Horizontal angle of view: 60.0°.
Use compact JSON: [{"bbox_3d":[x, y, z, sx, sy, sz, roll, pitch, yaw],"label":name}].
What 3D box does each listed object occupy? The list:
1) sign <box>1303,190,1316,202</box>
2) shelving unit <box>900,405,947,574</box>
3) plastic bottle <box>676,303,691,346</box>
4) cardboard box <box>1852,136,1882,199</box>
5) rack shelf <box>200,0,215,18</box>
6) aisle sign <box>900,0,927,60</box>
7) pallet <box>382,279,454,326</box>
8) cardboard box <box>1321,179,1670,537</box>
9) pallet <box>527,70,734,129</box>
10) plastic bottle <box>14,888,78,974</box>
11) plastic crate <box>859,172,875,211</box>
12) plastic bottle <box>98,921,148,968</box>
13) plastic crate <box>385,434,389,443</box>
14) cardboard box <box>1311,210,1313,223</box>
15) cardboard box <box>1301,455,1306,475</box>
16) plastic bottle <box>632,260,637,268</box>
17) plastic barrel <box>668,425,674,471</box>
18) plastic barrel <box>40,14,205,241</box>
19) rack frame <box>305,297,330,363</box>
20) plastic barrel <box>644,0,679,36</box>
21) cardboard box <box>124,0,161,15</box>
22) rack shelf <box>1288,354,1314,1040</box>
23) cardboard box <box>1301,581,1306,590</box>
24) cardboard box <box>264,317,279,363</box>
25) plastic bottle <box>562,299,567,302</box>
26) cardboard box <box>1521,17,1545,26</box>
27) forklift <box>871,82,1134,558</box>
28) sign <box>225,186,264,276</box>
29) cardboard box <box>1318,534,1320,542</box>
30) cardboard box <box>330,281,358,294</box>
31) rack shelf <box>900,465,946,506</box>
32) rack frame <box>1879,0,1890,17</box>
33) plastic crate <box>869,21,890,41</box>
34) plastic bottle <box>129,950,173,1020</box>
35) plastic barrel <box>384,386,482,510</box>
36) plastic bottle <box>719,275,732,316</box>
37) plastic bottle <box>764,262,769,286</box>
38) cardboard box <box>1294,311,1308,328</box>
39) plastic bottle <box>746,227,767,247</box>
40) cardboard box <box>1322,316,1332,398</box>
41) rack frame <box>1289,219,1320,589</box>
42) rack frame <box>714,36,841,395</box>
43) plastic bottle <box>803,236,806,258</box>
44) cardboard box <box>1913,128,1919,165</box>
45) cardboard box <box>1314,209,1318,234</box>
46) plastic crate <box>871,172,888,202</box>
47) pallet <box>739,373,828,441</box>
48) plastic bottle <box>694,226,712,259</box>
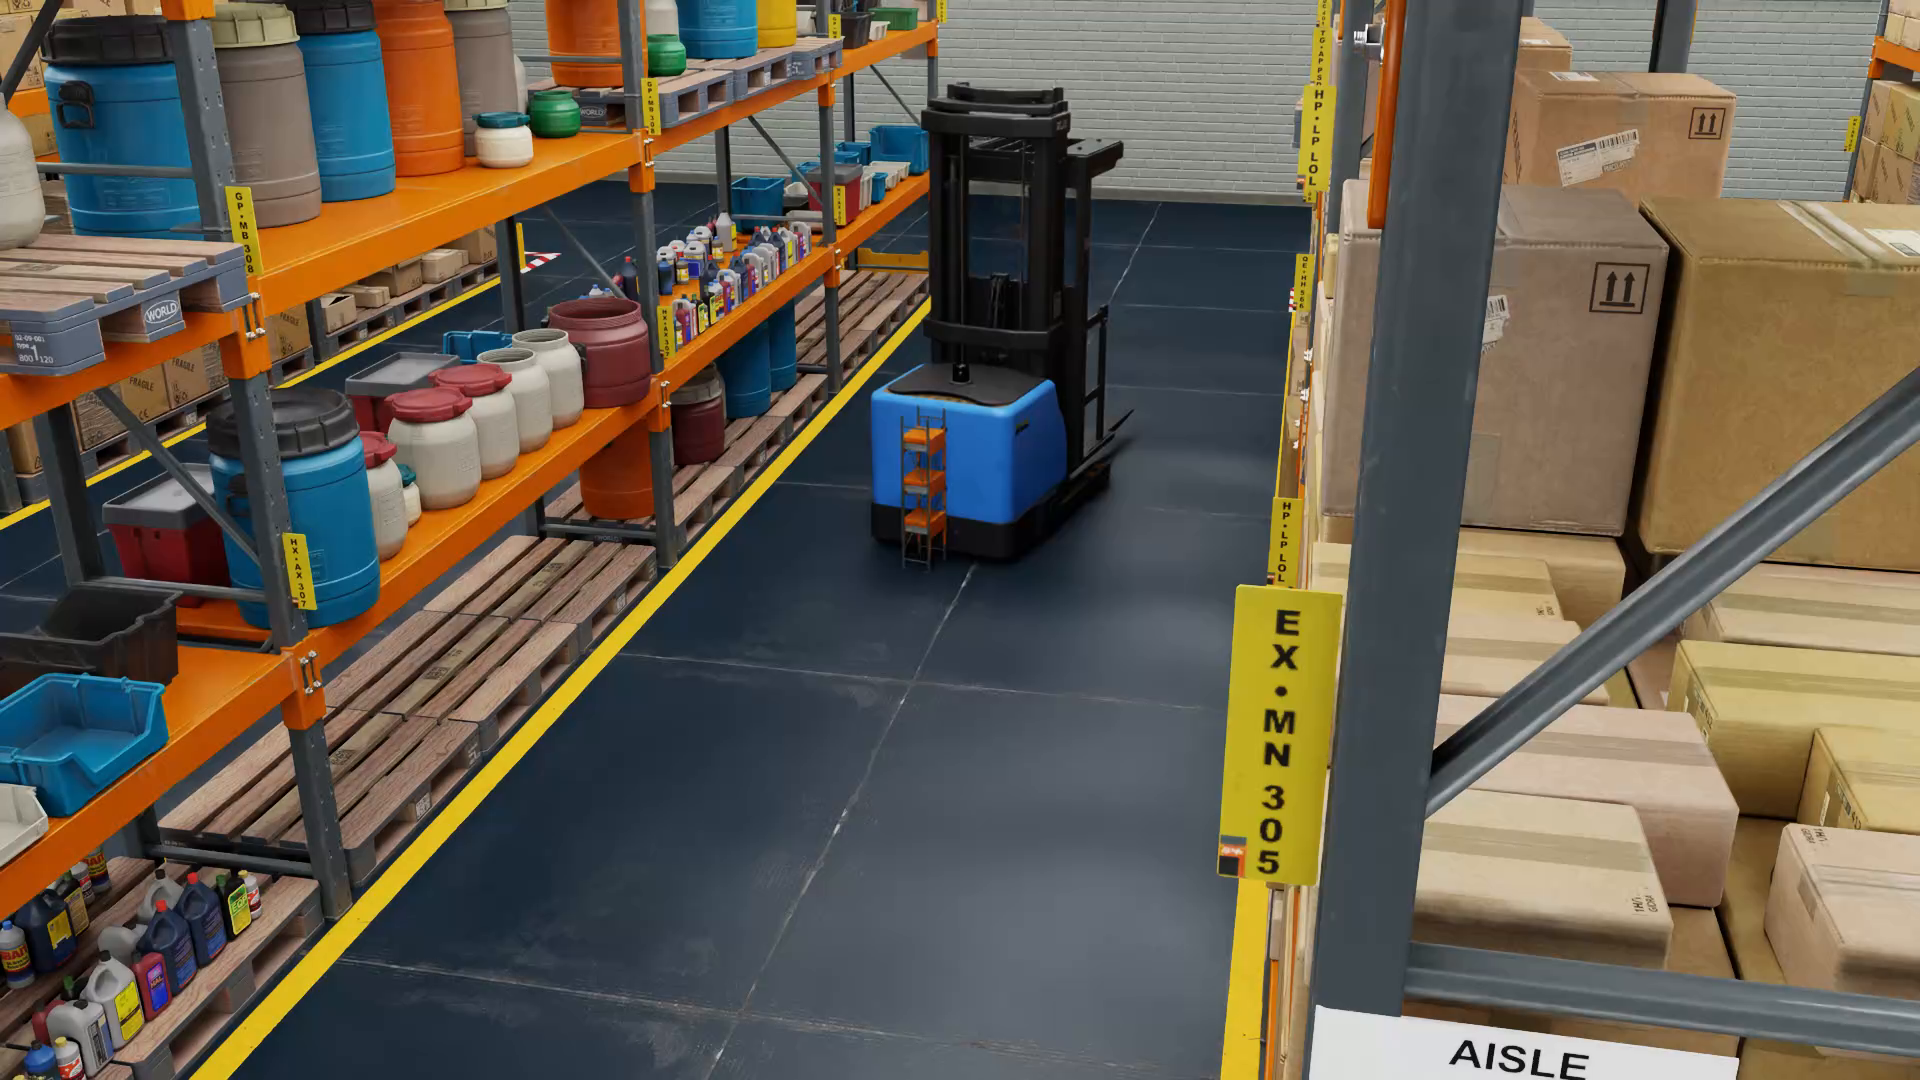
[{"bbox_3d":[2.758,-2.819,13.073,0.100,0.325,0.005,4,22,11],"label":"sign"},{"bbox_3d":[-0.235,-0.326,10.758,0.215,1.050,0.252,10,24,23],"label":"shelving unit"},{"bbox_3d":[-1.846,-1.450,11.094,0.061,0.283,0.133,4,22,11],"label":"plastic bottle"},{"bbox_3d":[8.591,-3.428,15.318,0.500,0.500,0.500,6,23,13],"label":"cardboard box"},{"bbox_3d":[-2.771,-2.786,7.723,1.077,0.370,4.000,4,22,11],"label":"rack shelf"},{"bbox_3d":[-0.429,-5.389,17.240,0.394,0.787,0.004,4,22,11],"label":"aisle sign"},{"bbox_3d":[-6.007,-2.500,17.280,1.003,0.211,1.213,4,22,11],"label":"pallet"},{"bbox_3d":[0.922,-0.344,2.976,0.500,0.500,0.500,4,22,11],"label":"cardboard box"},{"bbox_3d":[-2.111,-2.830,10.602,1.003,0.211,1.213,4,22,11],"label":"pallet"},{"bbox_3d":[-3.609,1.509,6.550,0.144,0.351,0.185,4,22,11],"label":"plastic bottle"},{"bbox_3d":[-1.055,-3.234,15.446,0.437,0.282,0.530,4,22,11],"label":"plastic crate"},{"bbox_3d":[-3.218,1.594,6.437,0.152,0.276,0.135,4,22,11],"label":"plastic bottle"},{"bbox_3d":[-3.100,-0.351,8.493,0.450,0.188,0.662,4,22,11],"label":"plastic crate"},{"bbox_3d":[3.305,-2.829,14.699,0.380,0.149,0.250,4,22,10],"label":"cardboard box"},{"bbox_3d":[1.933,-0.297,7.375,0.797,0.503,0.637,7,23,16],"label":"cardboard box"},{"bbox_3d":[-2.400,-1.914,12.248,0.061,0.283,0.133,4,22,11],"label":"plastic bottle"},{"bbox_3d":[-2.252,-0.688,11.814,0.421,0.512,0.421,0,22,0],"label":"plastic barrel"},{"bbox_3d":[-3.288,-1.617,6.668,0.600,0.901,0.708,4,22,11],"label":"plastic barrel"},{"bbox_3d":[-6.395,-3.095,15.024,1.000,3.000,0.127,4,22,11],"label":"rack frame"},{"bbox_3d":[-2.149,-3.563,11.425,0.433,0.535,0.433,0,22,0],"label":"plastic barrel"},{"bbox_3d":[-6.684,-4.350,13.293,0.600,0.600,0.600,4,22,10],"label":"cardboard box"},{"bbox_3d":[1.262,0.261,3.639,1.077,0.370,4.000,4,22,11],"label":"rack shelf"},{"bbox_3d":[1.126,0.450,4.351,0.500,0.500,0.500,4,22,11],"label":"cardboard box"},{"bbox_3d":[-6.324,-1.758,14.459,0.500,0.500,0.500,5,22,11],"label":"cardboard box"},{"bbox_3d":[-2.651,-1.464,11.130,0.061,0.283,0.133,4,22,11],"label":"plastic bottle"},{"bbox_3d":[2.633,-2.352,8.360,0.500,0.500,0.500,5,22,12],"label":"cardboard box"},{"bbox_3d":[0.467,-1.756,11.789,1.130,2.935,3.031,10,24,23],"label":"forklift"},{"bbox_3d":[-2.643,-1.140,6.142,0.100,0.325,0.005,4,22,11],"label":"sign"},{"bbox_3d":[0.915,0.163,3.120,0.500,0.250,0.500,5,22,12],"label":"cardboard box"},{"bbox_3d":[-6.403,-2.557,16.697,0.500,0.311,0.500,4,22,11],"label":"cardboard box"},{"bbox_3d":[-0.235,-0.316,10.762,0.215,0.259,0.240,10,24,23],"label":"rack shelf"},{"bbox_3d":[8.953,-6.170,14.627,1.000,3.000,0.127,4,22,11],"label":"rack frame"},{"bbox_3d":[-0.909,-4.674,15.281,0.437,0.136,0.530,4,22,11],"label":"plastic crate"},{"bbox_3d":[-3.060,1.656,6.274,0.061,0.283,0.133,6,23,14],"label":"plastic bottle"},{"bbox_3d":[-2.620,-0.455,8.287,0.433,0.535,0.433,0,22,0],"label":"plastic barrel"},{"bbox_3d":[-1.678,-1.752,11.845,0.061,0.283,0.133,4,22,11],"label":"plastic bottle"},{"bbox_3d":[-1.512,-2.044,12.679,0.097,0.201,0.097,0,22,0],"label":"plastic bottle"},{"bbox_3d":[3.191,-1.313,12.879,1.225,0.875,0.875,5,22,11],"label":"cardboard box"},{"bbox_3d":[-1.593,-2.276,13.055,0.144,0.351,0.185,4,22,11],"label":"plastic bottle"},{"bbox_3d":[1.090,-0.441,4.084,0.380,0.149,0.250,4,22,10],"label":"cardboard box"},{"bbox_3d":[2.486,-0.876,9.514,1.000,3.000,0.127,4,22,11],"label":"rack frame"},{"bbox_3d":[-1.547,-2.716,14.083,1.000,3.000,0.127,4,22,11],"label":"rack frame"},{"bbox_3d":[-1.308,-2.411,13.591,0.097,0.201,0.097,0,22,0],"label":"plastic bottle"},{"bbox_3d":[8.277,-3.331,13.738,0.500,0.500,0.500,4,22,9],"label":"cardboard box"},{"bbox_3d":[2.963,-2.236,12.757,0.500,0.500,0.500,5,22,11],"label":"cardboard box"},{"bbox_3d":[-0.899,-3.359,15.822,0.416,0.233,0.300,4,22,11],"label":"plastic crate"},{"bbox_3d":[-1.745,-1.144,13.911,1.003,0.211,1.213,4,22,11],"label":"pallet"},{"bbox_3d":[-2.089,-2.385,13.426,0.152,0.276,0.135,4,22,11],"label":"plastic bottle"}]
